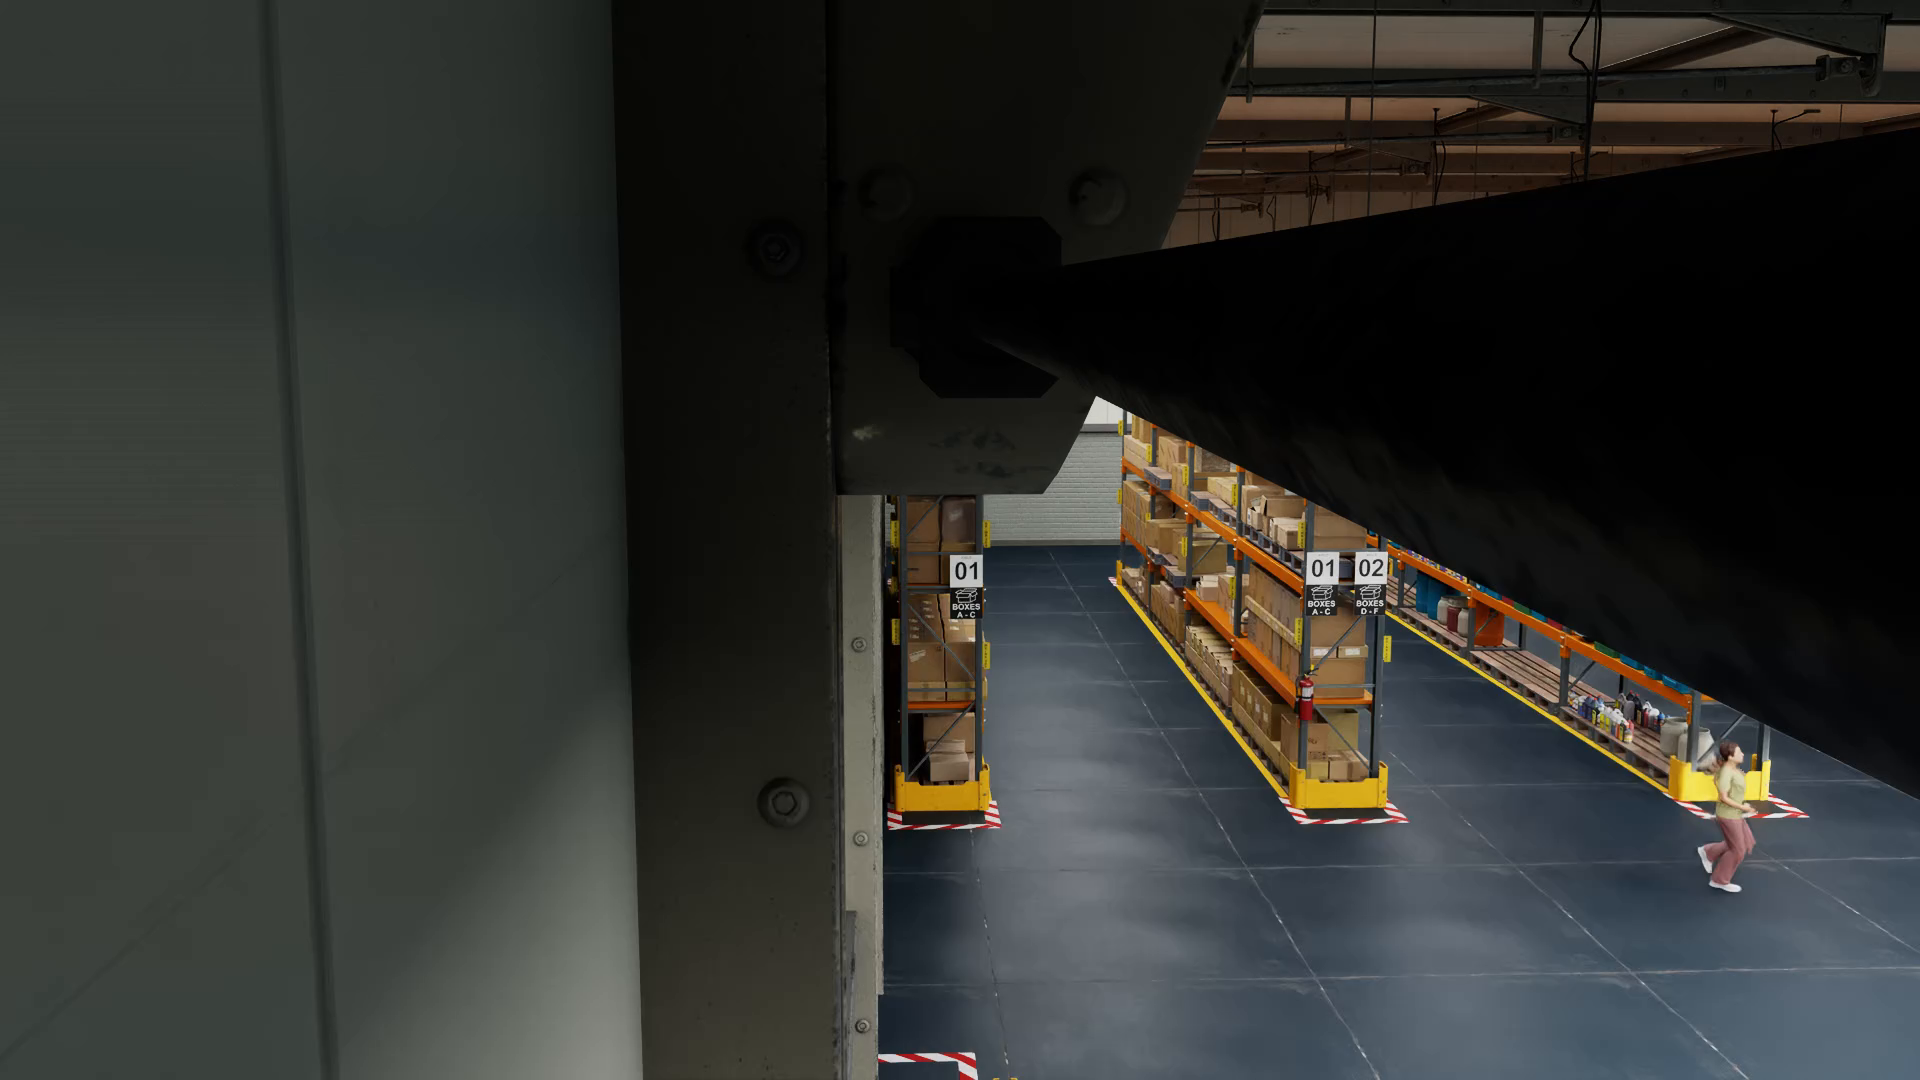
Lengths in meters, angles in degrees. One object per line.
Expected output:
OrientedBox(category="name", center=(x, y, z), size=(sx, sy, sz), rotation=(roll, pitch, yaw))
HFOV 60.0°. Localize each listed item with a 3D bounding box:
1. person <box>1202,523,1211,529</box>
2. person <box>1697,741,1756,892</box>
OrientedBox(category="person", center=(5.477, 0.057, 36.874), size=(0.901, 1.647, 0.649), rotation=(7, 11, 37))
OrientedBox(category="person", center=(8.182, 2.939, 17.720), size=(0.556, 1.629, 0.581), rotation=(4, 9, 27))
